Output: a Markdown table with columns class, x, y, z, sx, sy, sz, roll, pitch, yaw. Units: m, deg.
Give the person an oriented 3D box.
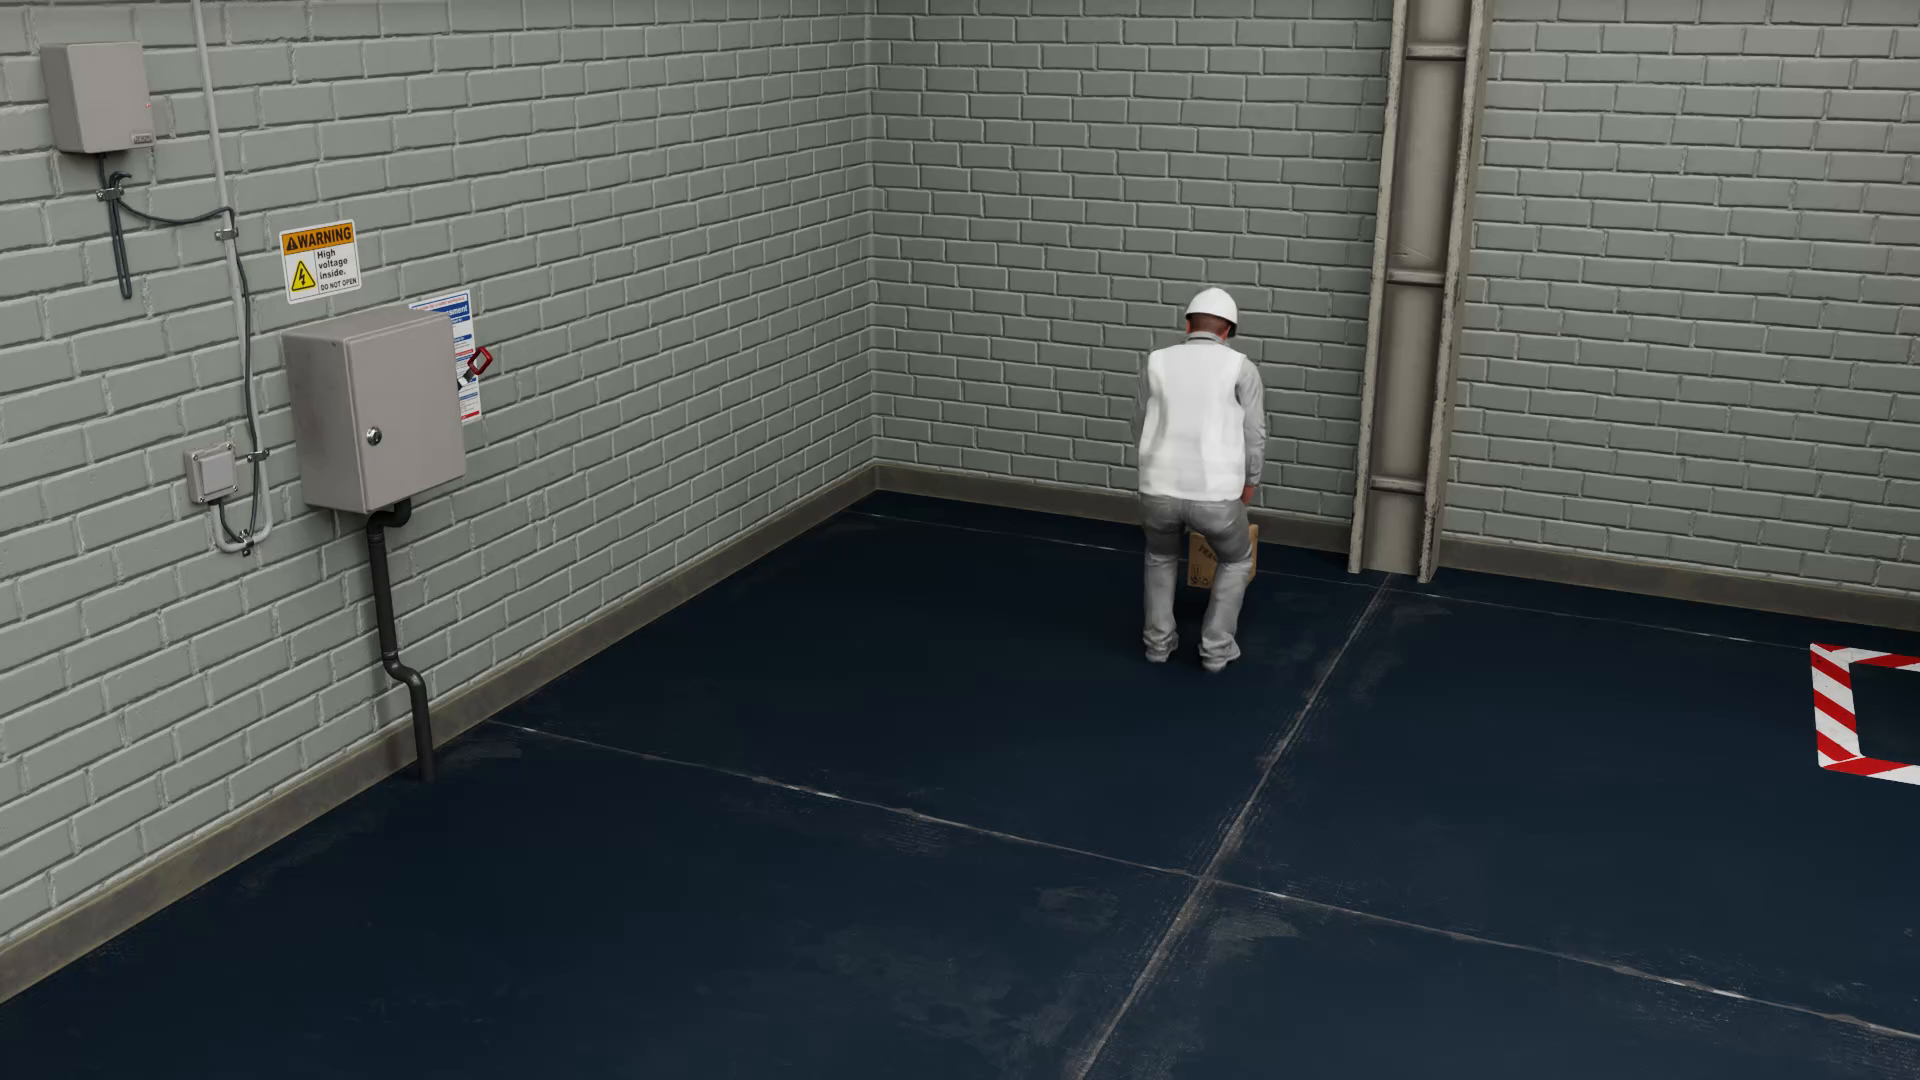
| class | x | y | z | sx | sy | sz | roll | pitch | yaw |
| --- | --- | --- | --- | --- | --- | --- | --- | --- | --- |
| person | 0.986 | -0.248 | 7.055 | 0.586 | 1.584 | 0.649 | 9 | 21 | 23 |
